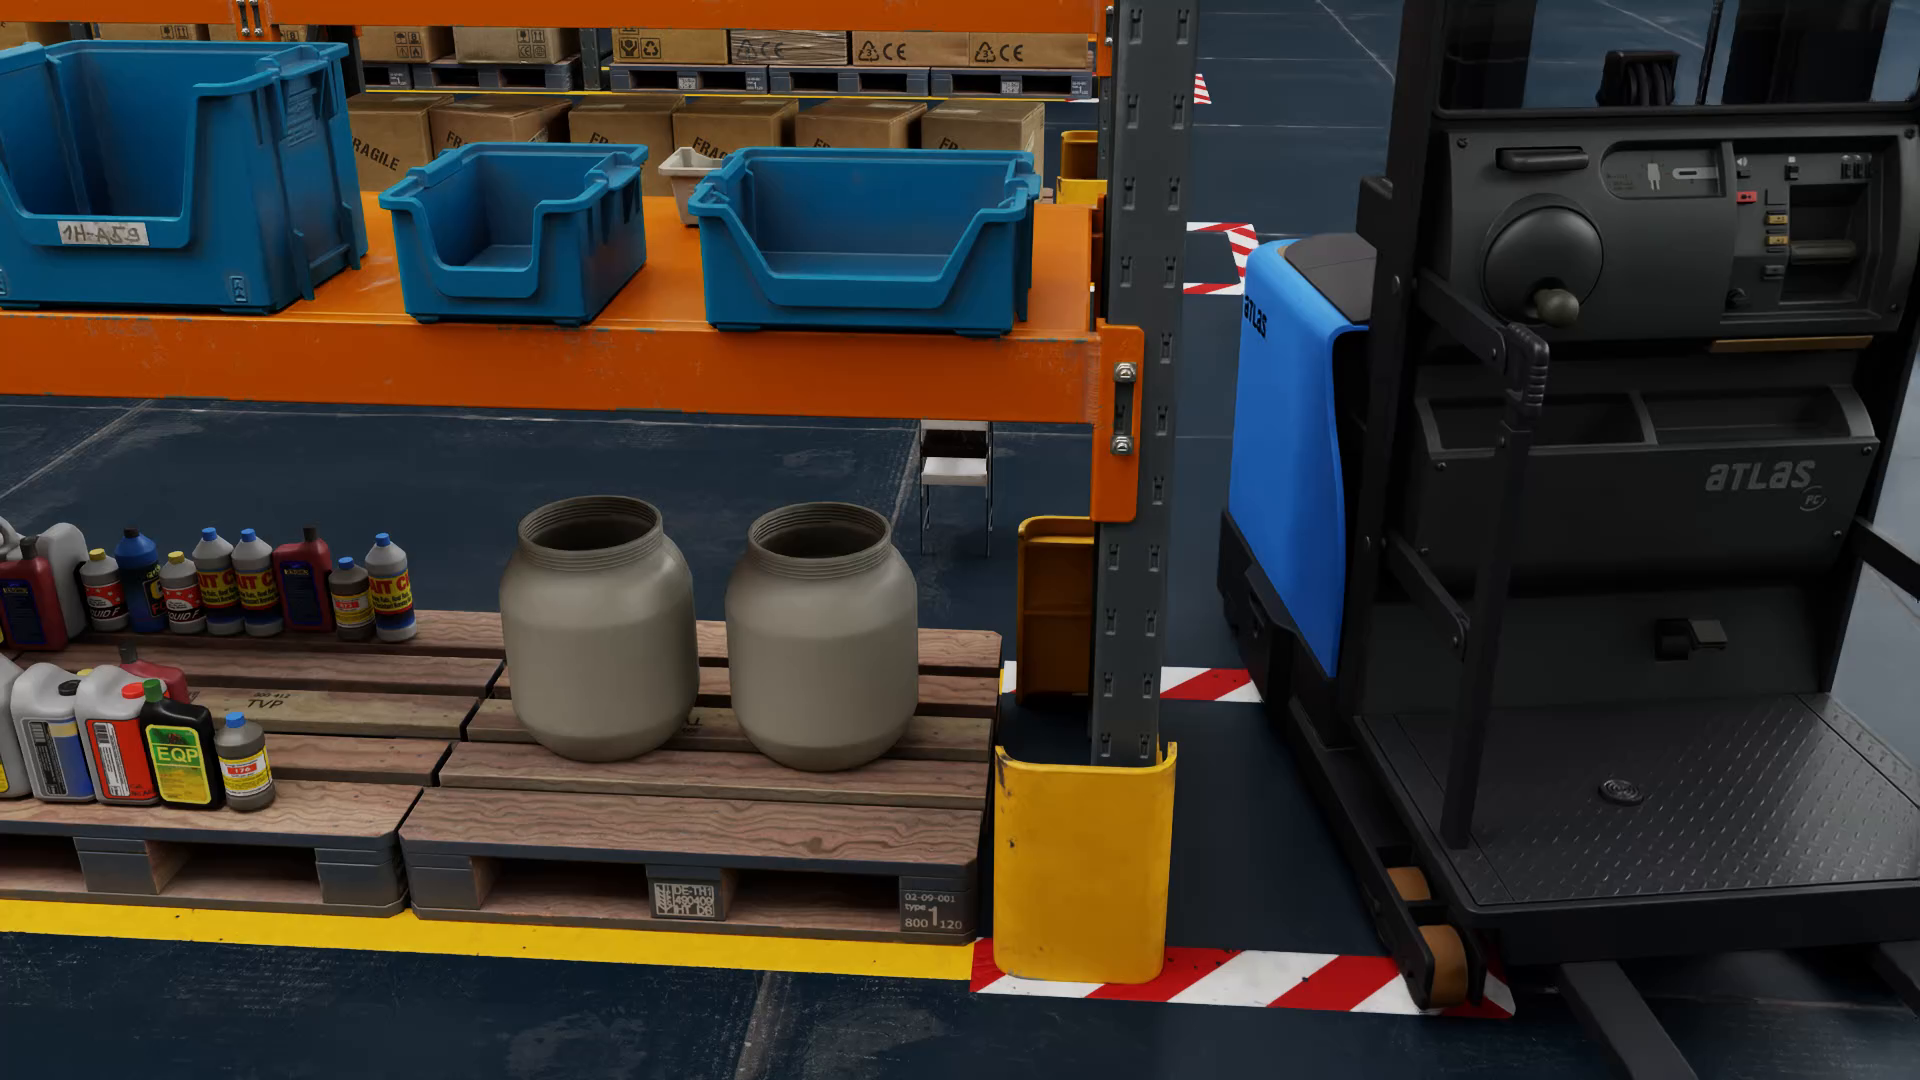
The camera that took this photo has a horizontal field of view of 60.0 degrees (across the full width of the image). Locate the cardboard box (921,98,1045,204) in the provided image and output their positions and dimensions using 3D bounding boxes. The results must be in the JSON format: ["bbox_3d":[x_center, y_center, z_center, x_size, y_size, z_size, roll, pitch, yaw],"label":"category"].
[{"bbox_3d":[0.117,-1.886,8.248,0.500,0.500,0.500,6,25,14],"label":"cardboard box"}]

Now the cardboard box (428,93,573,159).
[{"bbox_3d":[-2.282,-1.942,8.370,0.500,0.500,0.500,10,27,21],"label":"cardboard box"}]

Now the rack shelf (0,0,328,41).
[{"bbox_3d":[-5.244,-2.669,8.322,4.000,0.370,1.077,2,25,4],"label":"rack shelf"}]

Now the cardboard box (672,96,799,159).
[{"bbox_3d":[-1.104,-1.918,8.319,0.500,0.500,0.500,4,25,9],"label":"cardboard box"}]

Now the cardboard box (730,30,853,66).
[{"bbox_3d":[-1.248,-4.144,12.708,0.875,0.875,0.875,2,25,4],"label":"cardboard box"}]

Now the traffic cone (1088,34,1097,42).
[{"bbox_3d":[1.224,-4.784,15.093,0.334,0.463,0.336,2,25,4],"label":"traffic cone"}]

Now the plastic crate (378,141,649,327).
[{"bbox_3d":[-0.809,-0.586,3.113,0.408,0.251,0.499,2,25,4],"label":"plastic crate"}]

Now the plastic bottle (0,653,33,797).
[{"bbox_3d":[-2.058,0.361,3.520,0.185,0.351,0.144,3,25,6],"label":"plastic bottle"}]

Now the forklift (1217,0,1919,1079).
[{"bbox_3d":[1.399,-0.563,2.968,1.130,2.935,3.031,-2,25,-5],"label":"forklift"}]

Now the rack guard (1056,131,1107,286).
[{"bbox_3d":[0.663,-1.670,8.282,0.348,0.500,1.175,2,25,4],"label":"rack guard"}]

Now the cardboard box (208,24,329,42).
[{"bbox_3d":[-5.285,-4.209,12.997,0.750,0.750,1.050,2,25,5],"label":"cardboard box"}]

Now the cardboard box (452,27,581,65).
[{"bbox_3d":[-3.395,-4.147,12.862,0.750,0.750,1.050,2,25,4],"label":"cardboard box"}]

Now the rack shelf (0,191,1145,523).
[{"bbox_3d":[-1.635,-0.476,3.557,4.000,0.370,1.077,2,25,4],"label":"rack shelf"}]

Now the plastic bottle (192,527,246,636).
[{"bbox_3d":[-1.866,0.098,4.185,0.097,0.271,0.097,0,25,0],"label":"plastic bottle"}]

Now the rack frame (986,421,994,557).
[{"bbox_3d":[0.093,-0.406,5.055,0.006,0.900,0.240,2,25,4],"label":"rack frame"}]

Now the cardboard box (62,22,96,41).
[{"bbox_3d":[-7.443,-4.308,13.511,0.500,0.500,0.500,1,25,2],"label":"cardboard box"}]

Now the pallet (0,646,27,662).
[{"bbox_3d":[-2.962,0.438,4.045,1.213,0.211,1.003,2,25,4],"label":"pallet"}]

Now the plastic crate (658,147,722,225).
[{"bbox_3d":[-0.508,-0.782,3.677,0.250,0.136,0.298,2,25,4],"label":"plastic crate"}]

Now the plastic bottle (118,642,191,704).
[{"bbox_3d":[-1.747,0.355,3.613,0.133,0.283,0.061,2,25,4],"label":"plastic bottle"}]

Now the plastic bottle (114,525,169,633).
[{"bbox_3d":[-2.068,0.092,4.199,0.097,0.271,0.097,0,25,0],"label":"plastic bottle"}]

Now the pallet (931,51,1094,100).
[{"bbox_3d":[0.416,-3.594,12.807,1.213,0.211,1.003,2,25,4],"label":"pallet"}]

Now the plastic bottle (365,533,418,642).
[{"bbox_3d":[-1.424,0.113,4.155,0.097,0.271,0.097,0,25,0],"label":"plastic bottle"}]

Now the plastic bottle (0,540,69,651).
[{"bbox_3d":[-2.297,0.135,4.091,0.133,0.283,0.061,2,25,4],"label":"plastic bottle"}]

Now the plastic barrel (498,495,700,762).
[{"bbox_3d":[-0.802,0.195,3.712,0.421,0.512,0.421,0,25,0],"label":"plastic barrel"}]

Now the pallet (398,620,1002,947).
[{"bbox_3d":[-0.529,0.517,3.875,1.213,0.211,1.003,2,25,4],"label":"pallet"}]

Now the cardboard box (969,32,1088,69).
[{"bbox_3d":[0.538,-4.087,12.583,0.875,0.875,0.875,2,25,4],"label":"cardboard box"}]

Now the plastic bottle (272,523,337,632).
[{"bbox_3d":[-1.649,0.092,4.184,0.133,0.283,0.061,2,25,5],"label":"plastic bottle"}]

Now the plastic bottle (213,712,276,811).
[{"bbox_3d":[-1.505,0.456,3.492,0.097,0.201,0.097,0,25,0],"label":"plastic bottle"}]

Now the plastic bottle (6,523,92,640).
[{"bbox_3d":[-2.289,0.094,4.189,0.135,0.276,0.152,2,25,5],"label":"plastic bottle"}]

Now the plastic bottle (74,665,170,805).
[{"bbox_3d":[-1.754,0.403,3.518,0.135,0.276,0.152,2,25,4],"label":"plastic bottle"}]

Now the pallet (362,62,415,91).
[{"bbox_3d":[-4.764,-3.760,13.169,1.213,0.211,1.003,2,25,4],"label":"pallet"}]

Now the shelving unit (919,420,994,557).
[{"bbox_3d":[-0.008,-0.409,5.062,0.210,0.900,0.258,2,25,4],"label":"shelving unit"}]

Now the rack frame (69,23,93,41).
[{"bbox_3d":[-6.757,-5.123,12.796,0.127,3.000,1.000,2,25,4],"label":"rack frame"}]

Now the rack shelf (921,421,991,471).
[{"bbox_3d":[-0.008,-0.297,5.114,0.200,0.077,0.258,2,25,4],"label":"rack shelf"}]

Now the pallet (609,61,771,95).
[{"bbox_3d":[-2.017,-3.672,12.977,1.213,0.211,1.003,2,25,4],"label":"pallet"}]

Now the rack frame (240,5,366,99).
[{"bbox_3d":[-3.250,-2.931,8.032,0.127,3.000,1.000,2,25,4],"label":"rack frame"}]
